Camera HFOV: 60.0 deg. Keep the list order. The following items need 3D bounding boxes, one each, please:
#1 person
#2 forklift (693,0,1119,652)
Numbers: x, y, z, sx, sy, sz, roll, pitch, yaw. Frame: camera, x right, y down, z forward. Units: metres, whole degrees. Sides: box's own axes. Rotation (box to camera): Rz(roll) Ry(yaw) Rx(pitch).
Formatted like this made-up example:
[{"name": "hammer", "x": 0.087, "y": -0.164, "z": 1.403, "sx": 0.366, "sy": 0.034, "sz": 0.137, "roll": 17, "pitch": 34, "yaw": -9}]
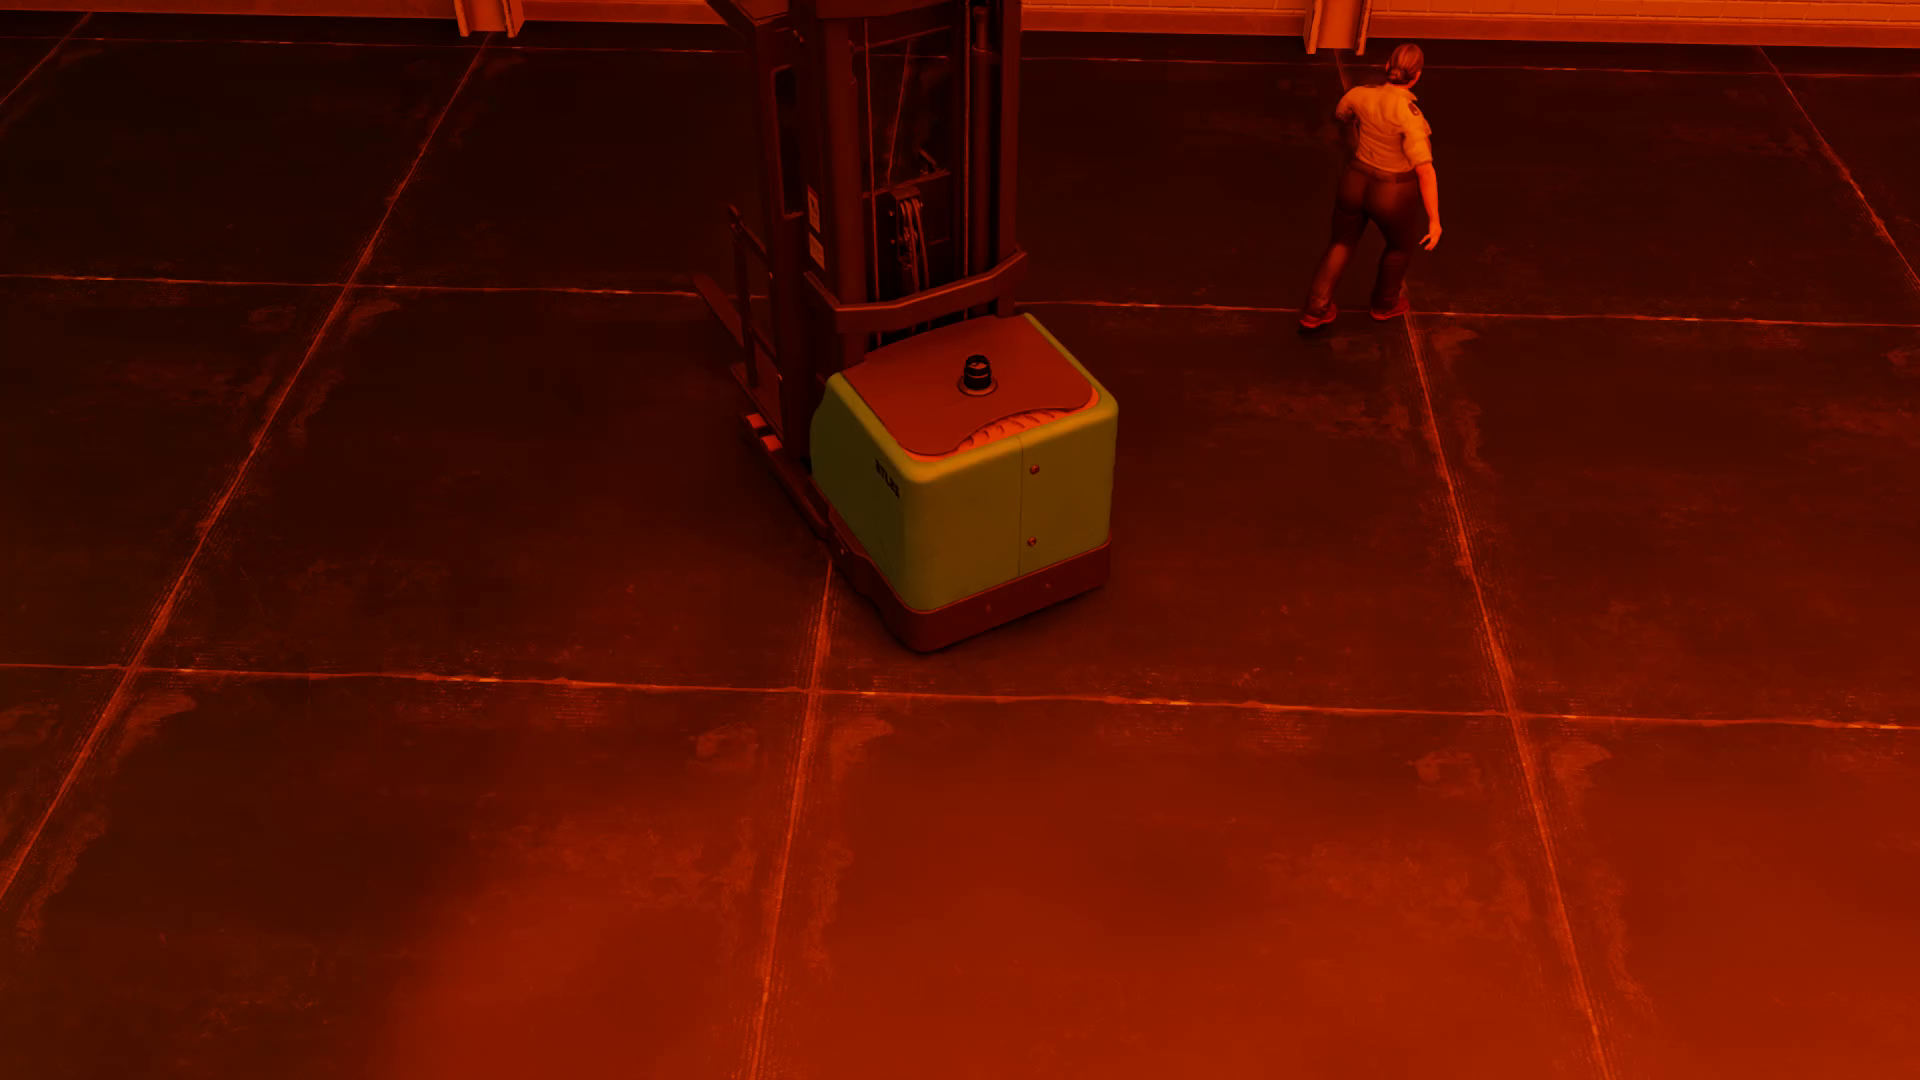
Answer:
[{"name": "person", "x": 2.229, "y": -1.825, "z": 8.724, "sx": 0.718, "sy": 1.631, "sz": 0.884, "roll": -34, "pitch": 52, "yaw": -31}, {"name": "forklift", "x": -0.460, "y": -1.580, "z": 7.473, "sx": 1.130, "sy": 2.935, "sz": 3.031, "roll": -20, "pitch": 46, "yaw": -21}]
